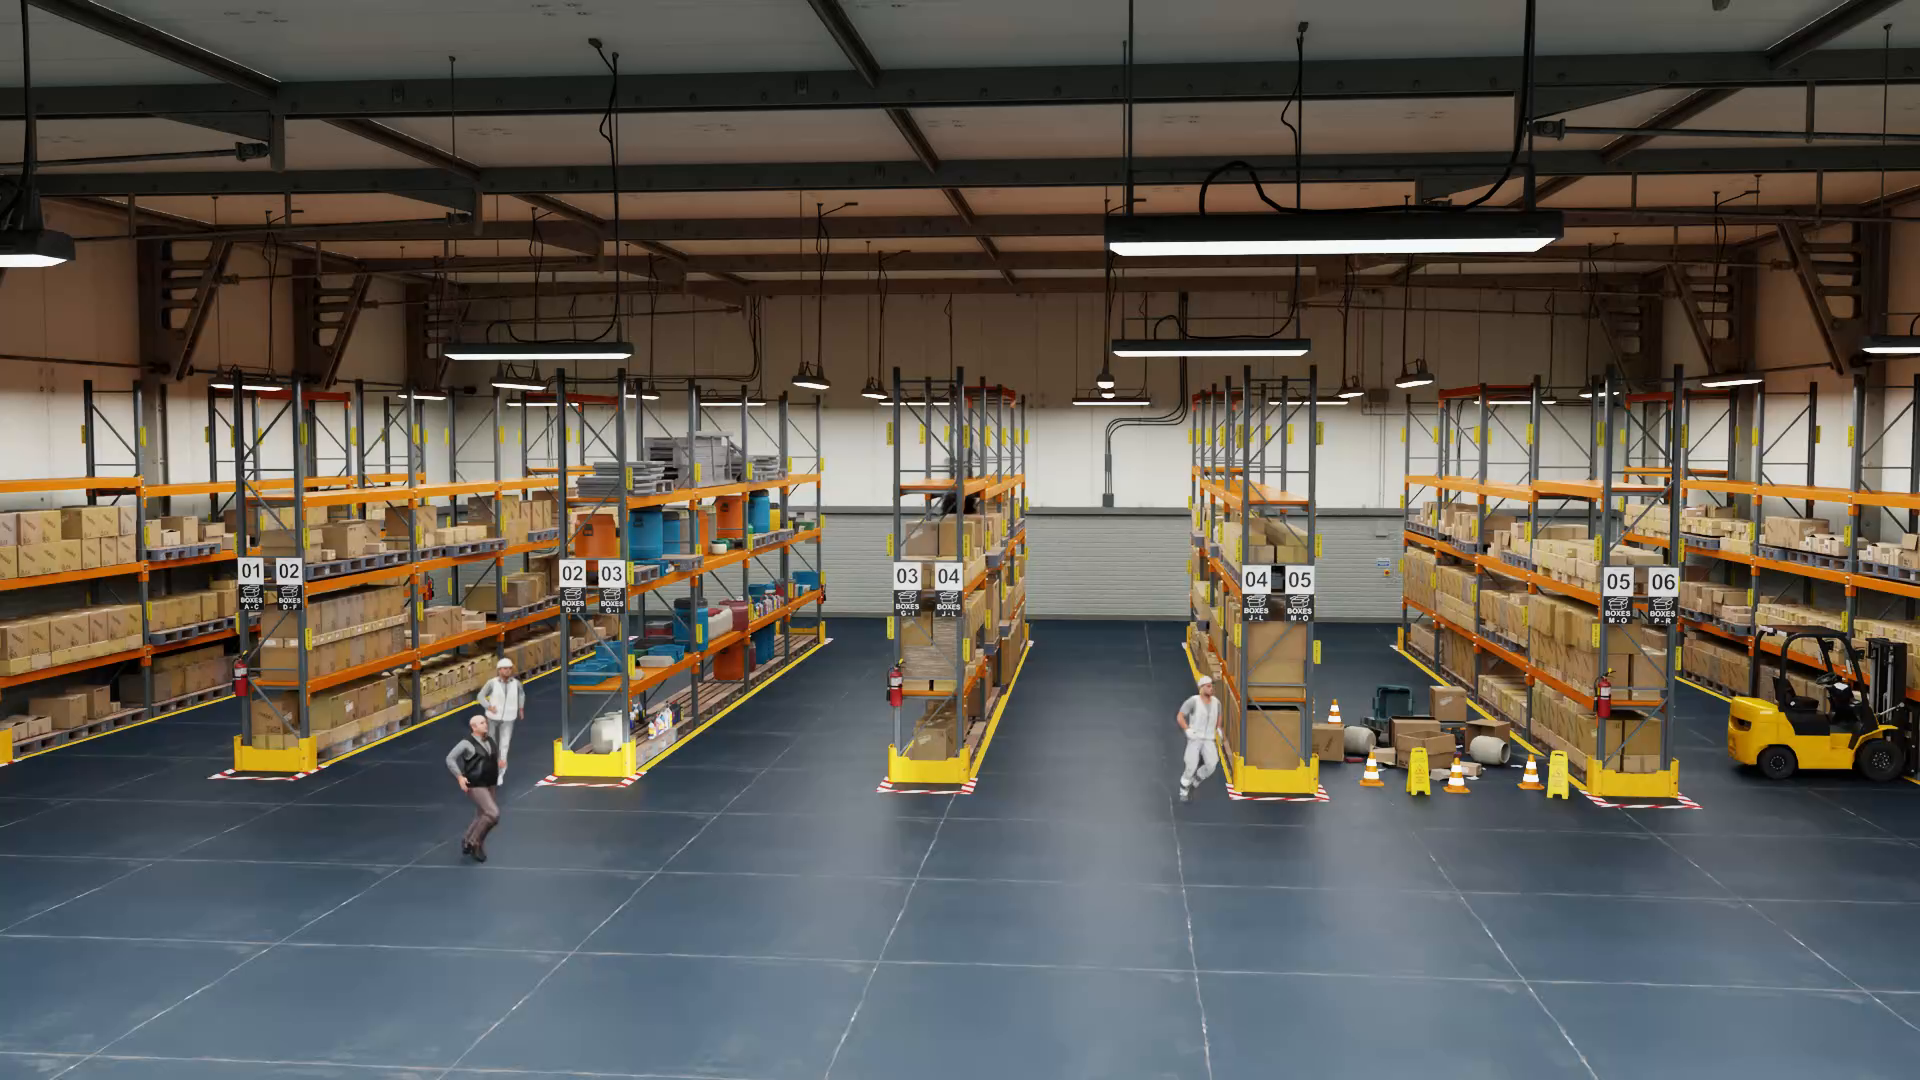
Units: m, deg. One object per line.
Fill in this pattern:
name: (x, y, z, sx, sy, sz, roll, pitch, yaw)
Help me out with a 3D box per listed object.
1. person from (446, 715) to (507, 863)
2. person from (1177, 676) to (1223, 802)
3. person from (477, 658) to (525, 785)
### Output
person: (-5.634, 2.927, 19.604, 0.693, 1.720, 0.629, 1, 4, 21)
person: (3.329, 2.726, 22.705, 0.721, 1.717, 0.525, -1, 4, -15)
person: (-6.680, 2.613, 24.254, 0.727, 1.768, 0.939, -2, 4, -24)
